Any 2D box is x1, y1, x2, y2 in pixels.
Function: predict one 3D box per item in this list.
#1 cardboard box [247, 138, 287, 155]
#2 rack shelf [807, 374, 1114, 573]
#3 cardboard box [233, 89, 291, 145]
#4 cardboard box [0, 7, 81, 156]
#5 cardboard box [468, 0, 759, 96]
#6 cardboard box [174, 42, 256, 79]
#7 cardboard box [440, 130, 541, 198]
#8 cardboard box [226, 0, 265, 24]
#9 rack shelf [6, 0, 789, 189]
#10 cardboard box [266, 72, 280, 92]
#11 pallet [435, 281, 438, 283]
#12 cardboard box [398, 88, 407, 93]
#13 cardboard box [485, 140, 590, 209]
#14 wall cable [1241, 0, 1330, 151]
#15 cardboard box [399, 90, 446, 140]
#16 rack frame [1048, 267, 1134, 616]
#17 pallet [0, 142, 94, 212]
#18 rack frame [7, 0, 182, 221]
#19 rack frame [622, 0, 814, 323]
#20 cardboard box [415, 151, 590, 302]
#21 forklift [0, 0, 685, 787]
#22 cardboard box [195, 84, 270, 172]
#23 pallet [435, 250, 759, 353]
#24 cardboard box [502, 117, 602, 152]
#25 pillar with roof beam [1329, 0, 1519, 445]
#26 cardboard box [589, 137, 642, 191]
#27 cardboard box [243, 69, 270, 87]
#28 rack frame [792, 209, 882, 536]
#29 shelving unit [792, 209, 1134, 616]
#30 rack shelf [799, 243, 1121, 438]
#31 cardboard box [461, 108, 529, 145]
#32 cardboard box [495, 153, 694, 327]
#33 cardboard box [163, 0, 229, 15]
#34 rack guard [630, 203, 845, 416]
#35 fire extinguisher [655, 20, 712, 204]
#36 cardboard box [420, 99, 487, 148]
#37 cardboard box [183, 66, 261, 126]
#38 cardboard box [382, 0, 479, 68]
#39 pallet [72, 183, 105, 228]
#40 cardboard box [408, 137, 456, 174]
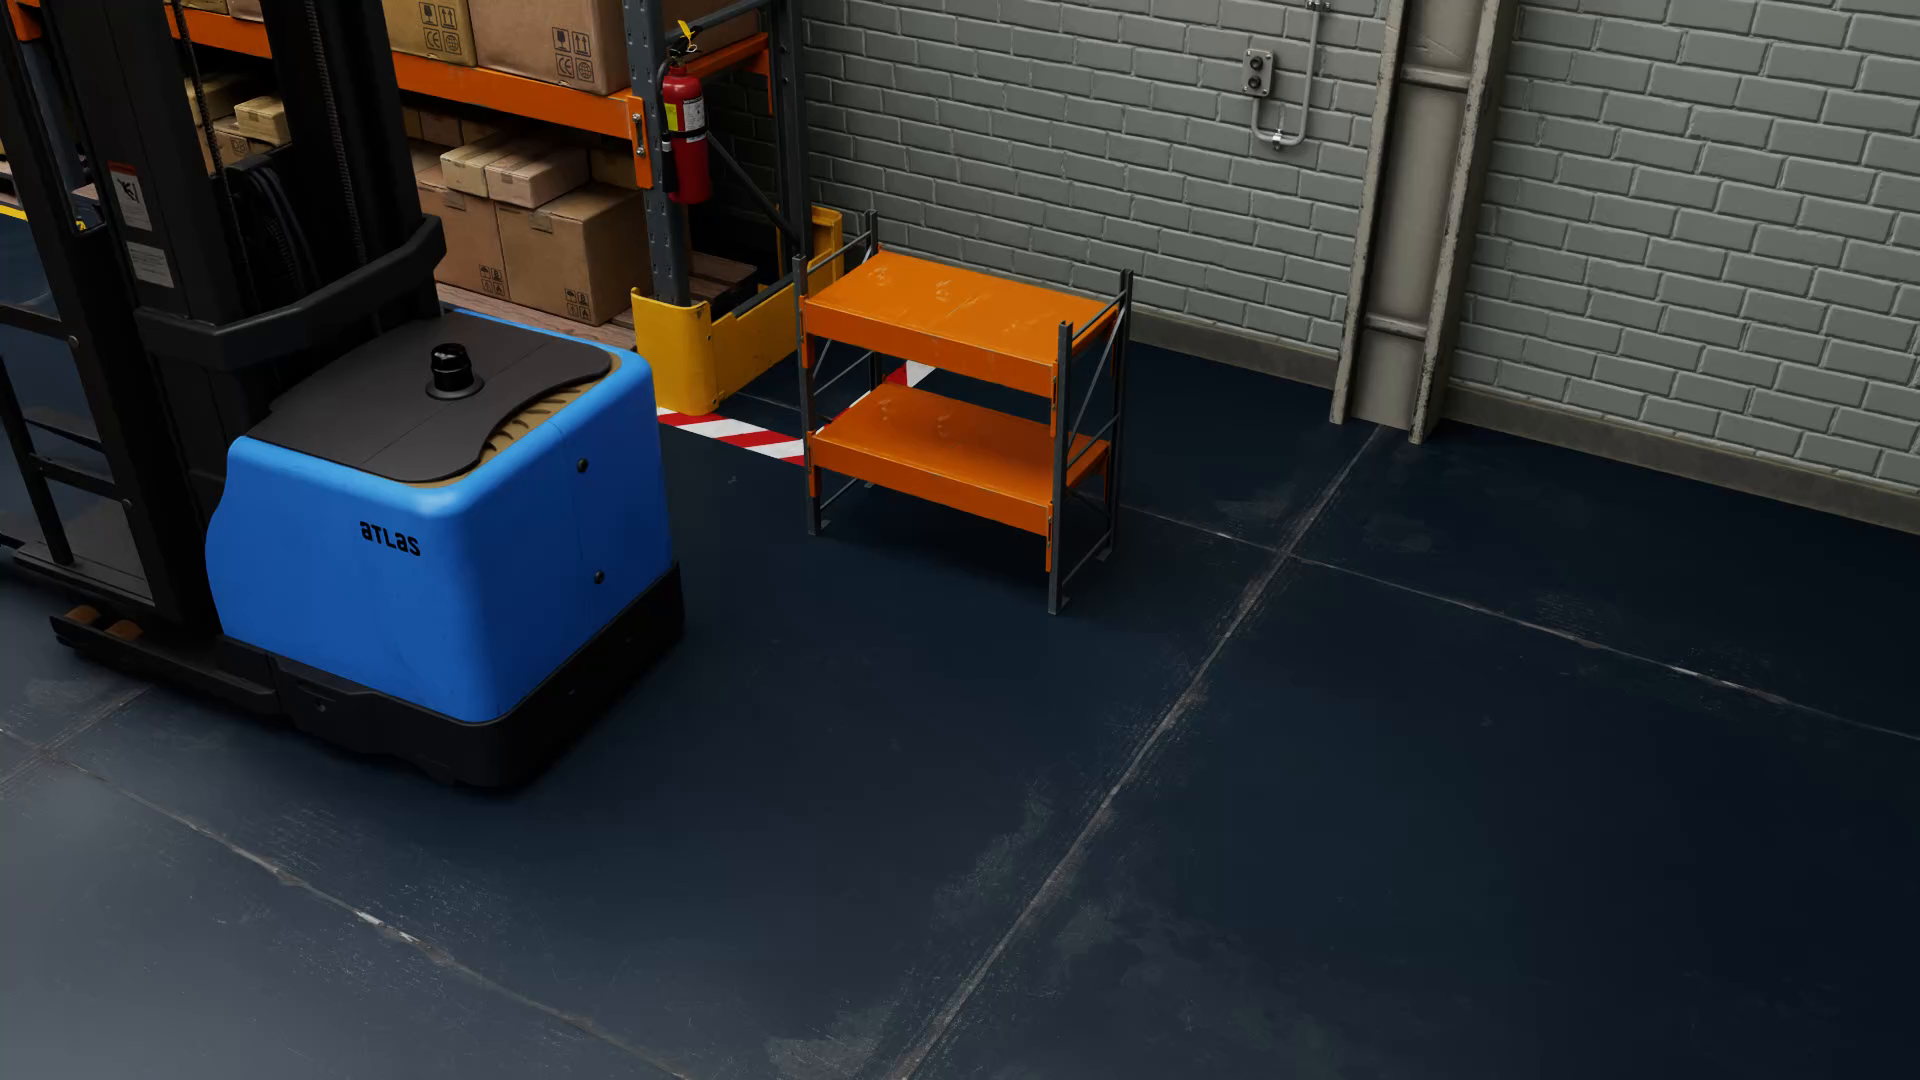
[{"bbox_3d":[-2.968,-1.791,8.109,0.500,0.500,0.700,18,38,25],"label":"cardboard box"},{"bbox_3d":[0.006,-0.263,6.071,1.000,0.278,0.538,18,37,24],"label":"rack shelf"},{"bbox_3d":[-3.187,-2.017,7.864,0.250,0.149,0.380,16,37,23],"label":"cardboard box"},{"bbox_3d":[-5.074,-2.590,8.993,0.750,0.750,0.750,18,38,25],"label":"cardboard box"},{"bbox_3d":[-1.420,-2.354,6.808,0.700,0.700,0.980,19,38,26],"label":"cardboard box"},{"bbox_3d":[-3.874,-2.478,8.556,0.250,0.149,0.380,17,37,24],"label":"cardboard box"},{"bbox_3d":[-2.054,-1.660,7.327,0.250,0.149,0.380,19,38,26],"label":"cardboard box"},{"bbox_3d":[-2.715,-2.763,7.422,0.700,0.700,0.980,16,37,22],"label":"cardboard box"},{"bbox_3d":[-2.709,-2.344,7.713,4.000,0.370,1.077,18,37,24],"label":"rack shelf"},{"bbox_3d":[-3.187,-2.262,8.232,0.250,0.149,0.380,16,37,23],"label":"cardboard box"},{"bbox_3d":[-2.760,-1.451,8.239,1.213,0.211,1.003,18,37,24],"label":"pallet"},{"bbox_3d":[-2.743,-2.122,8.021,0.250,0.149,0.380,17,37,24],"label":"cardboard box"},{"bbox_3d":[-1.832,-1.590,7.222,0.250,0.149,0.380,17,37,24],"label":"cardboard box"},{"bbox_3d":[0.609,-2.619,6.561,1.851,1.984,0.084,18,37,24],"label":"wall cable"},{"bbox_3d":[-2.524,-2.052,7.916,0.250,0.149,0.380,18,38,25],"label":"cardboard box"},{"bbox_3d":[0.447,-0.327,5.725,0.032,1.125,0.500,18,37,24],"label":"rack frame"},{"bbox_3d":[-5.153,-2.209,9.376,1.213,0.211,1.003,18,37,24],"label":"pallet"},{"bbox_3d":[-4.445,-3.193,8.339,0.127,3.000,1.000,18,37,24],"label":"rack frame"},{"bbox_3d":[-0.972,-2.093,6.687,0.127,3.000,1.000,18,37,24],"label":"rack frame"},{"bbox_3d":[-2.064,-1.510,7.687,0.500,0.500,0.700,17,37,24],"label":"cardboard box"},{"bbox_3d":[-2.500,-1.028,5.150,3.031,2.935,1.130,15,37,22],"label":"forklift"},{"bbox_3d":[-3.412,-1.933,8.323,0.500,0.500,0.700,17,37,24],"label":"cardboard box"},{"bbox_3d":[-1.705,-1.115,7.734,1.213,0.211,1.003,18,37,24],"label":"pallet"},{"bbox_3d":[-1.862,-1.843,7.602,0.250,0.149,0.380,18,38,25],"label":"cardboard box"},{"bbox_3d":[-0.335,-2.192,1.424,0.400,9.000,9.100,18,37,24],"label":"pillar with roof beam"},{"bbox_3d":[-1.422,-1.704,7.394,0.250,0.149,0.380,18,38,25],"label":"cardboard box"},{"bbox_3d":[-3.847,-2.073,8.533,0.500,0.500,0.700,18,38,25],"label":"cardboard box"},{"bbox_3d":[-0.435,-0.606,6.145,0.032,1.125,0.500,18,37,24],"label":"rack frame"},{"bbox_3d":[0.006,-0.466,5.935,1.048,1.125,0.538,18,37,24],"label":"shelving unit"},{"bbox_3d":[0.006,-0.710,5.773,1.000,0.278,0.538,18,37,24],"label":"rack shelf"},{"bbox_3d":[-2.079,-1.912,7.706,0.250,0.149,0.380,18,38,25],"label":"cardboard box"},{"bbox_3d":[-1.630,-1.372,7.481,0.500,0.500,0.700,18,37,24],"label":"cardboard box"},{"bbox_3d":[-3.351,-2.958,7.715,0.700,0.700,0.980,17,37,23],"label":"cardboard box"},{"bbox_3d":[-0.951,-1.046,7.370,0.348,0.500,1.175,18,37,24],"label":"rack guard"},{"bbox_3d":[-1.070,-1.642,6.416,0.183,0.674,0.296,18,37,24],"label":"fire extinguisher"},{"bbox_3d":[-2.300,-1.982,7.811,0.250,0.149,0.380,18,38,25],"label":"cardboard box"},{"bbox_3d":[-3.640,-2.161,8.080,0.250,0.149,0.380,19,38,26],"label":"cardboard box"},{"bbox_3d":[-2.057,-2.548,7.100,0.700,0.700,0.980,17,37,24],"label":"cardboard box"},{"bbox_3d":[-3.824,-1.786,8.742,1.213,0.211,1.003,18,37,24],"label":"pallet"},{"bbox_3d":[-2.501,-1.648,7.894,0.500,0.500,0.700,16,37,23],"label":"cardboard box"}]
